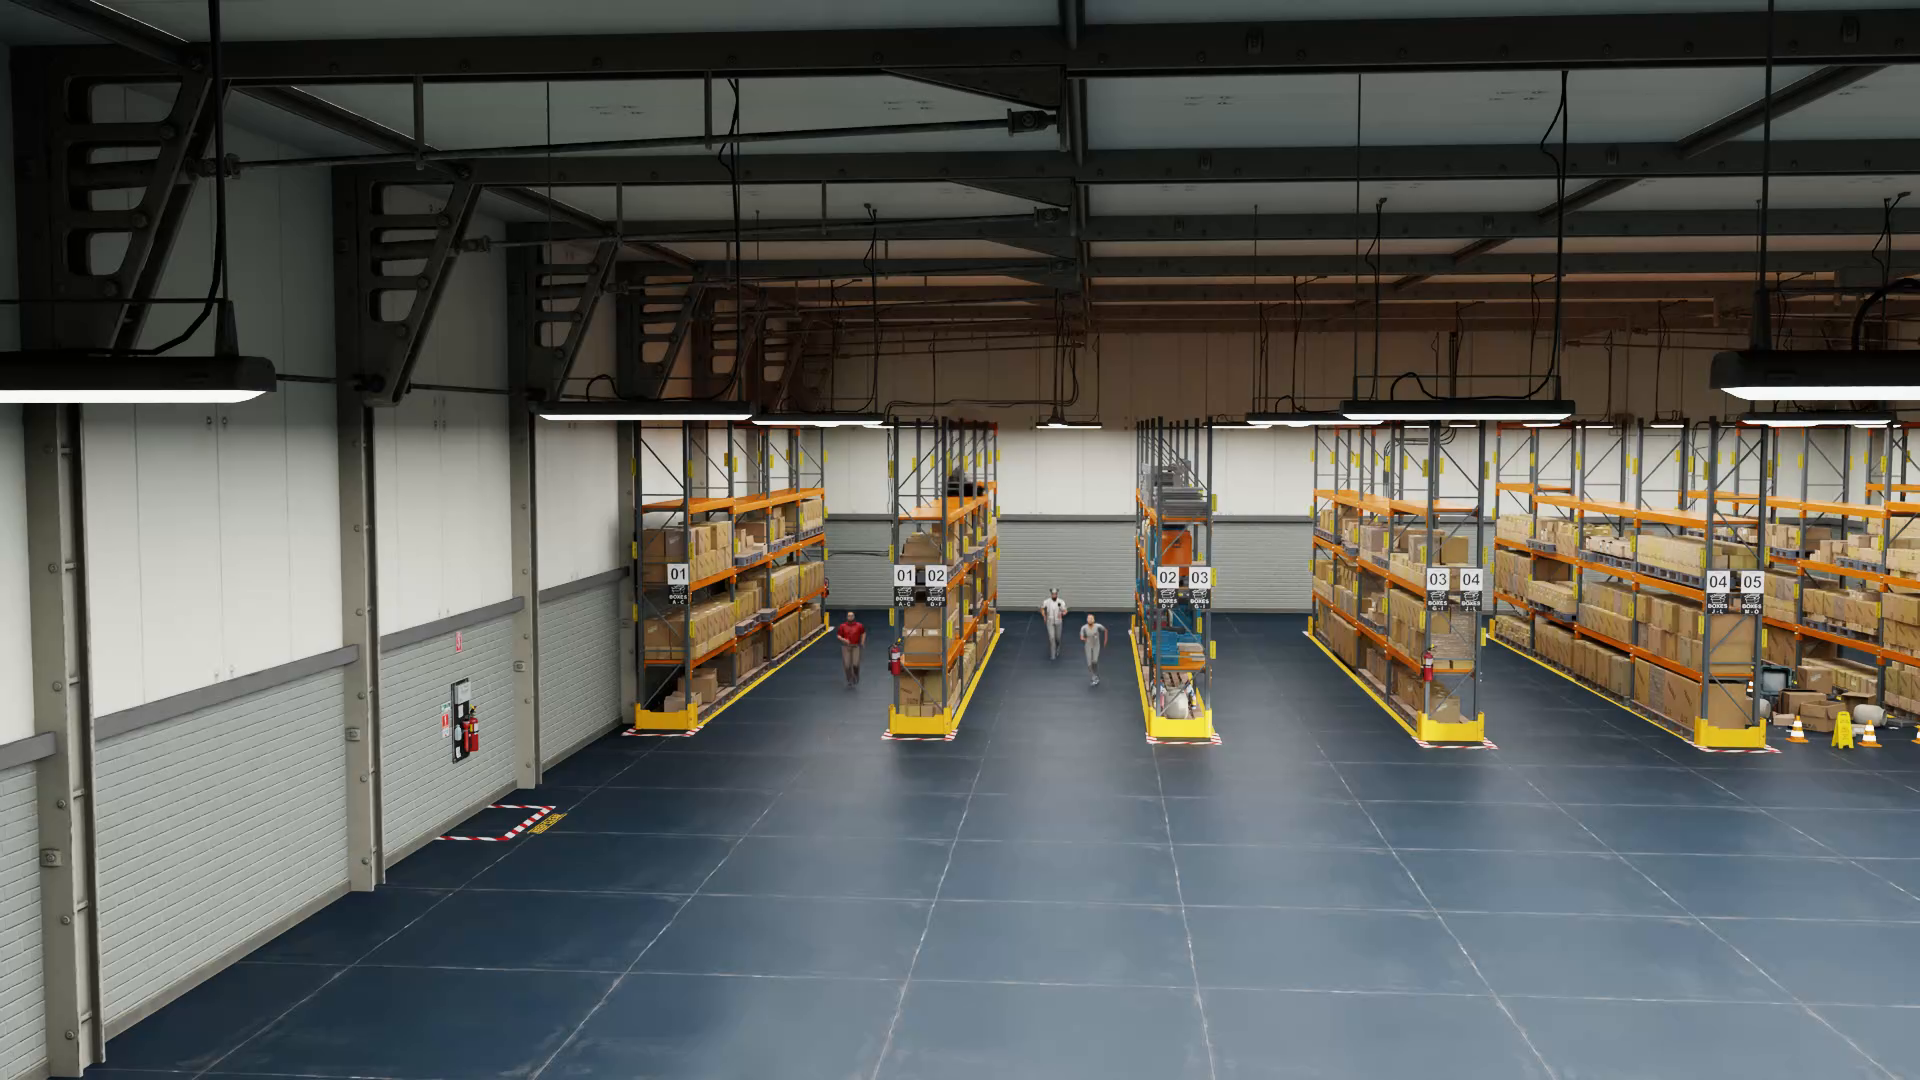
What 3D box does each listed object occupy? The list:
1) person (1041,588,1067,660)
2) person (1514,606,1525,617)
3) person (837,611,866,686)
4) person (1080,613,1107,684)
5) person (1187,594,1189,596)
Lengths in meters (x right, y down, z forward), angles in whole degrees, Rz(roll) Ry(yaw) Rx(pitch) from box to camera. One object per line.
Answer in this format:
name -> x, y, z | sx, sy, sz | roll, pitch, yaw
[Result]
person -> 2.377, 2.096, 42.071 | 0.666, 1.790, 0.825 | 0, 4, 1
person -> 15.957, 1.774, 47.206 | 0.787, 1.764, 0.721 | 3, 5, 39
person -> -2.423, 2.447, 37.175 | 0.651, 1.688, 0.607 | 0, 4, -4
person -> 3.000, 2.453, 37.446 | 0.598, 1.615, 0.703 | 1, 4, 9
person -> 6.707, 1.698, 48.251 | 0.712, 1.815, 0.654 | 0, 4, 1
